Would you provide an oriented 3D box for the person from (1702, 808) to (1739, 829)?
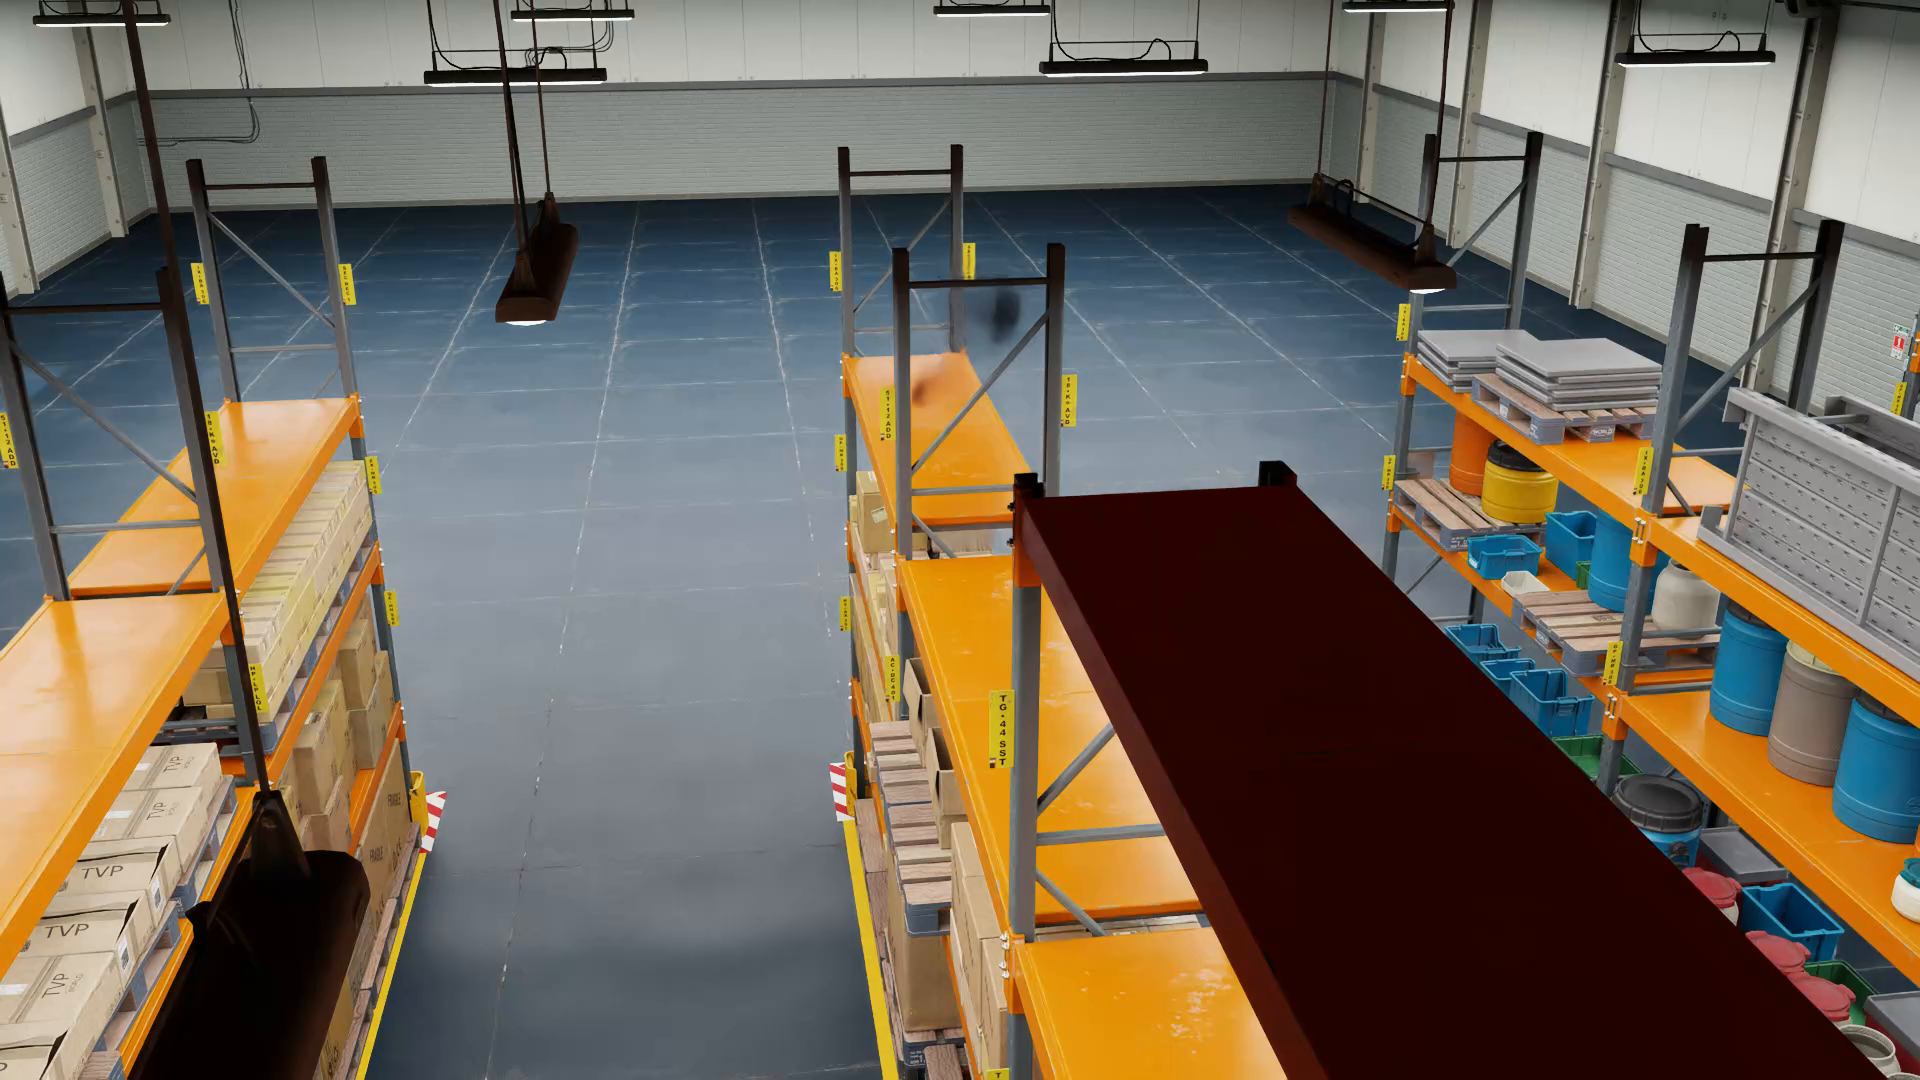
[{"bbox_3d":[6.464,2.189,13.720,0.682,1.775,0.880,-9,23,-22],"label":"person"}]
